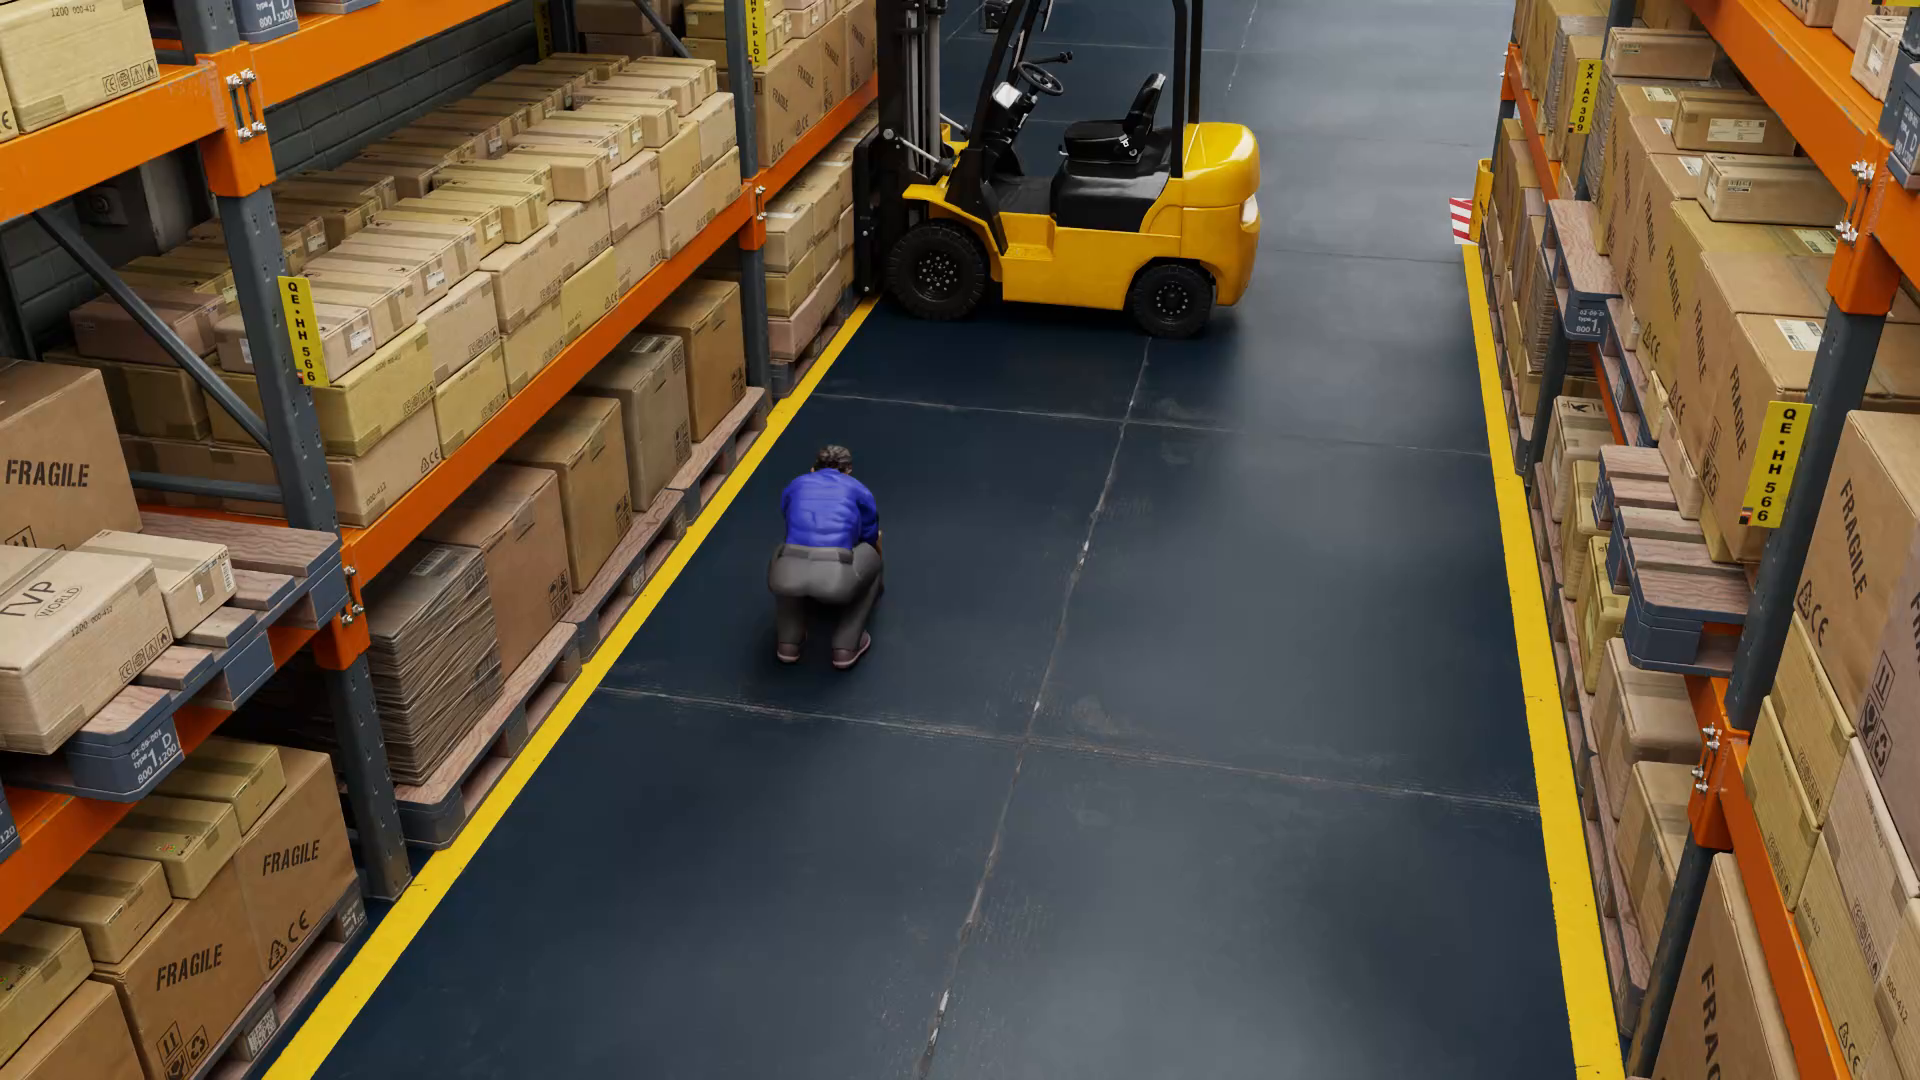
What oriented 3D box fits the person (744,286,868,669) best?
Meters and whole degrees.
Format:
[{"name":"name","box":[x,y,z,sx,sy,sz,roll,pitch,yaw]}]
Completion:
[{"name":"person","box":[-0.577,-0.279,6.644,0.450,1.645,0.522,5,29,9]}]
